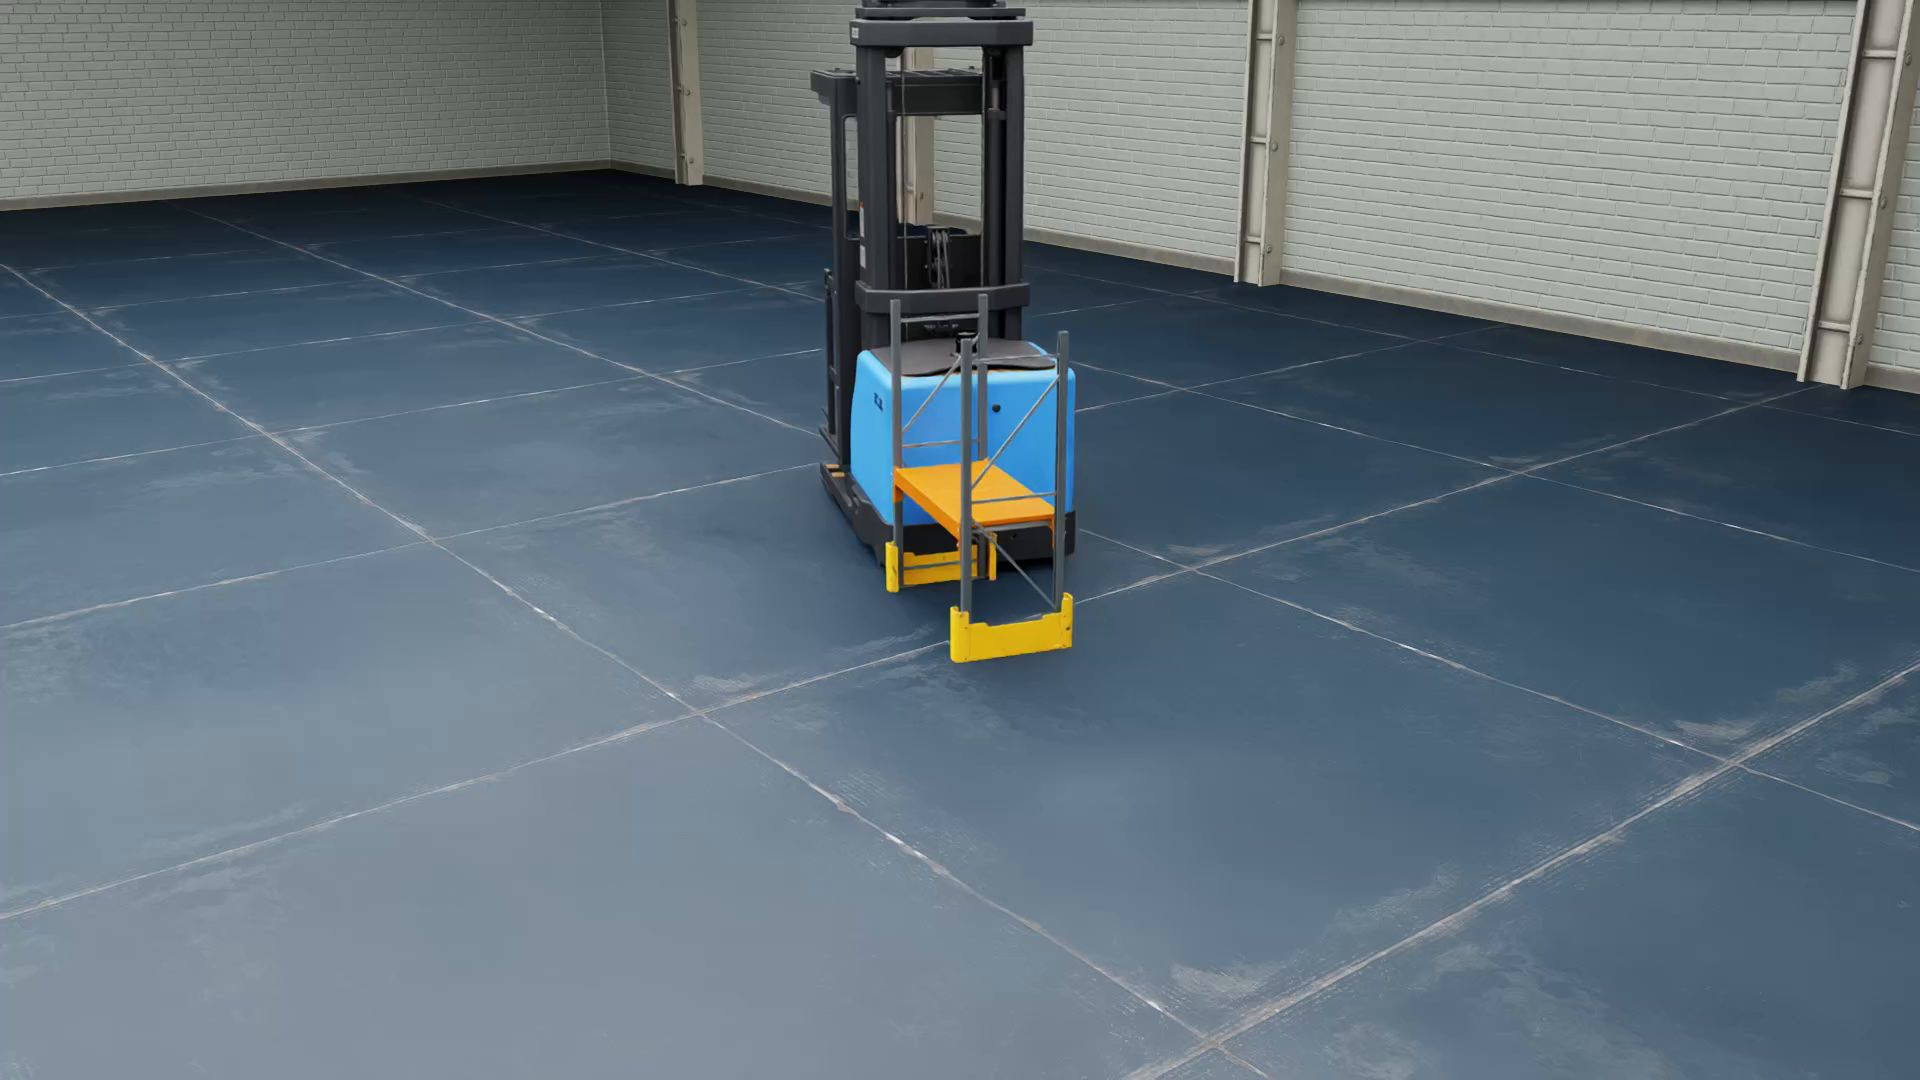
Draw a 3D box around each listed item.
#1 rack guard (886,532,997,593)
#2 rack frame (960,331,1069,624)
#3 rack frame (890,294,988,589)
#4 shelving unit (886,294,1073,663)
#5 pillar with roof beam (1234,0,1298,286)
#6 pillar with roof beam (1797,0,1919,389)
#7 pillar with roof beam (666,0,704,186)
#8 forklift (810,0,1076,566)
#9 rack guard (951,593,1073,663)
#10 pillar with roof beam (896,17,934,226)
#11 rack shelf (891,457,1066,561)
[{"bbox_3d":[-0.094,0.113,8.624,0.587,0.250,0.087,-6,19,-19],"label":"rack guard"},{"bbox_3d":[0.242,-0.185,7.536,0.500,1.500,0.032,-6,19,-19],"label":"rack frame"},{"bbox_3d":[-0.100,-0.486,8.445,0.500,1.500,0.032,-6,19,-19],"label":"rack frame"},{"bbox_3d":[0.074,-0.333,7.982,0.587,1.500,1.083,-6,19,-19],"label":"shelving unit"},{"bbox_3d":[-0.229,-6.155,13.636,9.100,9.000,0.400,-14,23,-36],"label":"pillar with roof beam"},{"bbox_3d":[3.496,-4.677,9.171,9.100,9.000,0.400,-14,23,-36],"label":"pillar with roof beam"},{"bbox_3d":[-7.680,-9.112,22.566,9.100,9.000,0.400,-14,23,-36],"label":"pillar with roof beam"},{"bbox_3d":[-0.240,-1.663,9.723,1.130,2.935,3.031,-5,19,-13],"label":"forklift"},{"bbox_3d":[0.242,0.408,7.734,0.587,0.250,0.087,-6,19,-19],"label":"rack guard"},{"bbox_3d":[-3.955,-7.634,18.101,9.100,9.000,0.400,-14,23,-36],"label":"pillar with roof beam"},{"bbox_3d":[0.071,-0.165,8.047,0.538,0.185,1.000,-6,19,-19],"label":"rack shelf"}]
